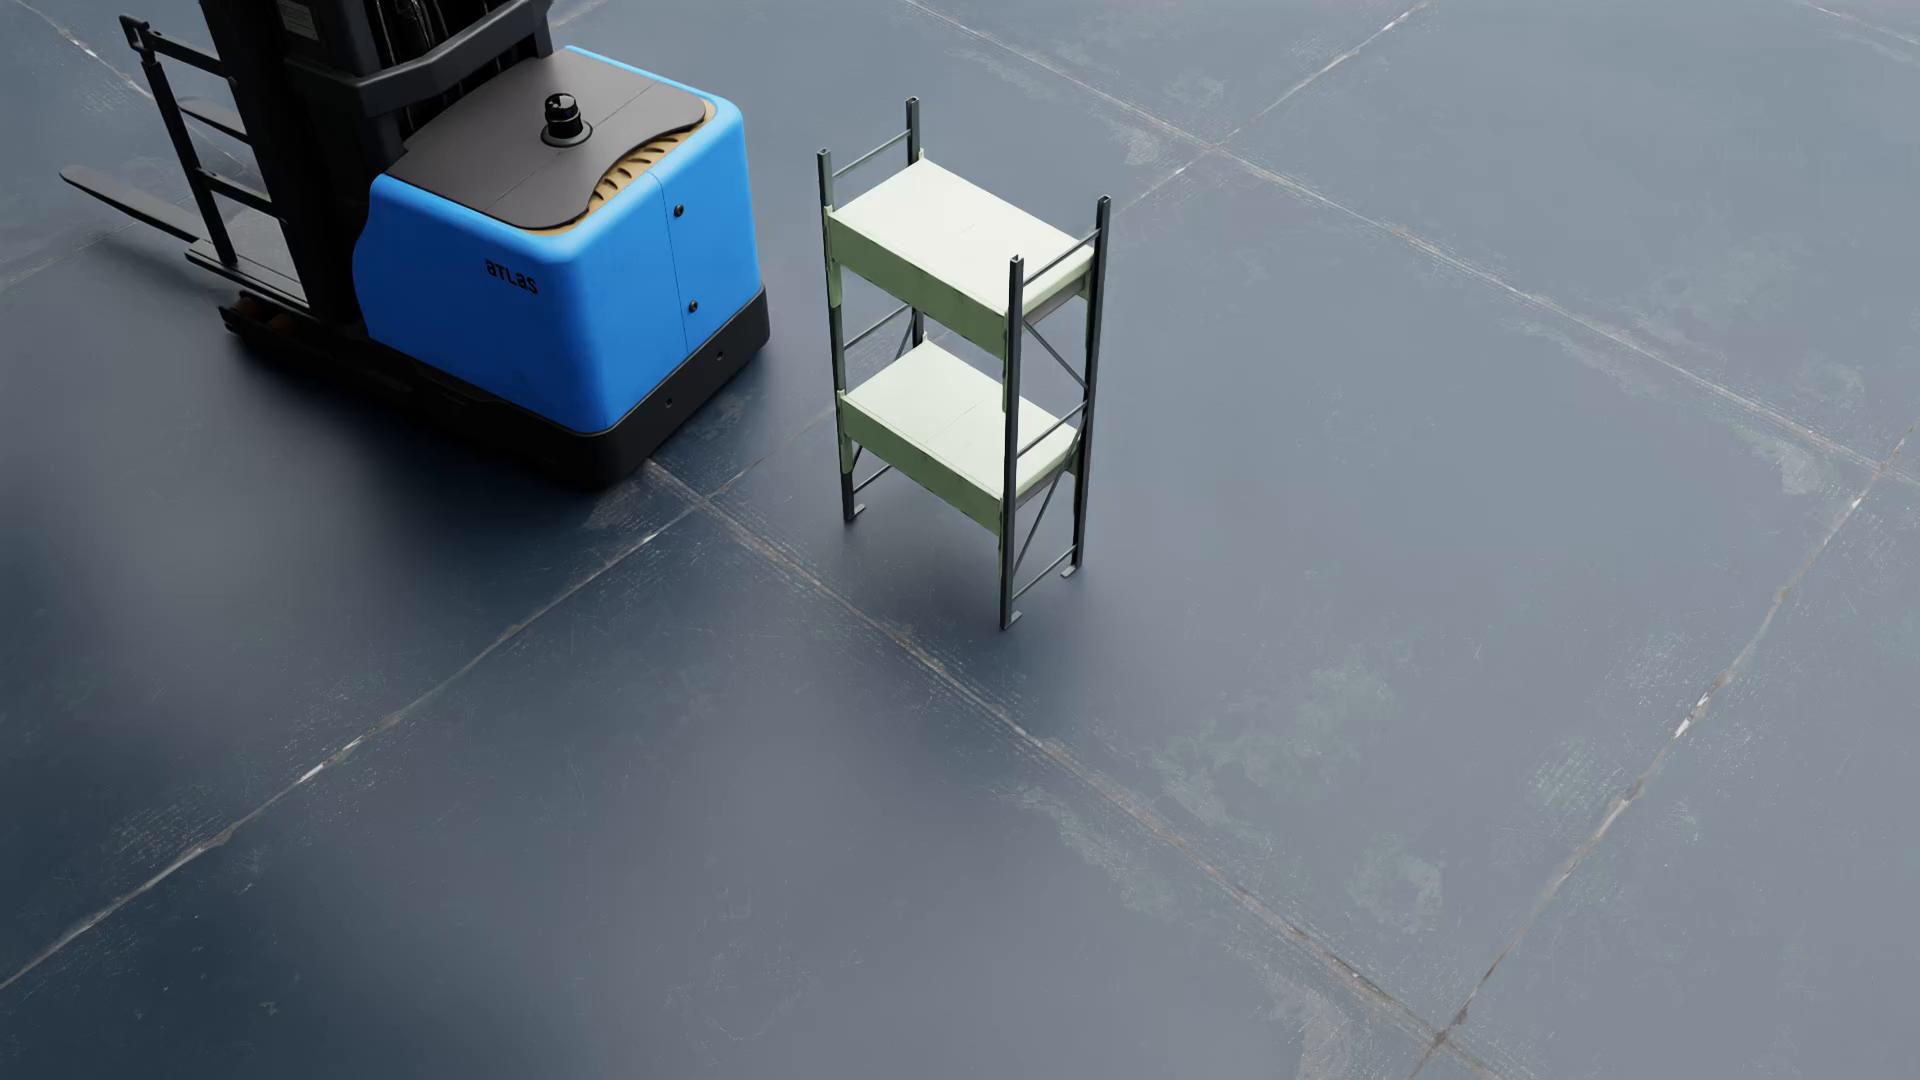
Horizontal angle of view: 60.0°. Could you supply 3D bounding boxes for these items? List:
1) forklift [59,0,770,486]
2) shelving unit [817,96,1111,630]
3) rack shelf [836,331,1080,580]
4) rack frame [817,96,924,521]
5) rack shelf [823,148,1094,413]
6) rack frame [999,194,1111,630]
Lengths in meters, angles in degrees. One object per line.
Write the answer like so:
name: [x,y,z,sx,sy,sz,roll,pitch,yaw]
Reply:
forklift: [-2.258,-2.011,5.628,3.031,2.935,1.130,24,51,21]
shelving unit: [0.005,-0.510,5.200,0.755,1.500,0.431,34,55,28]
rack shelf: [0.005,-0.287,5.438,0.720,0.370,0.431,34,55,28]
rack frame: [-0.264,-0.691,5.370,0.023,1.500,0.400,34,55,28]
rack shelf: [0.005,-0.777,4.916,0.720,0.370,0.431,34,55,28]
rack frame: [0.274,-0.329,5.030,0.023,1.500,0.400,34,55,28]
